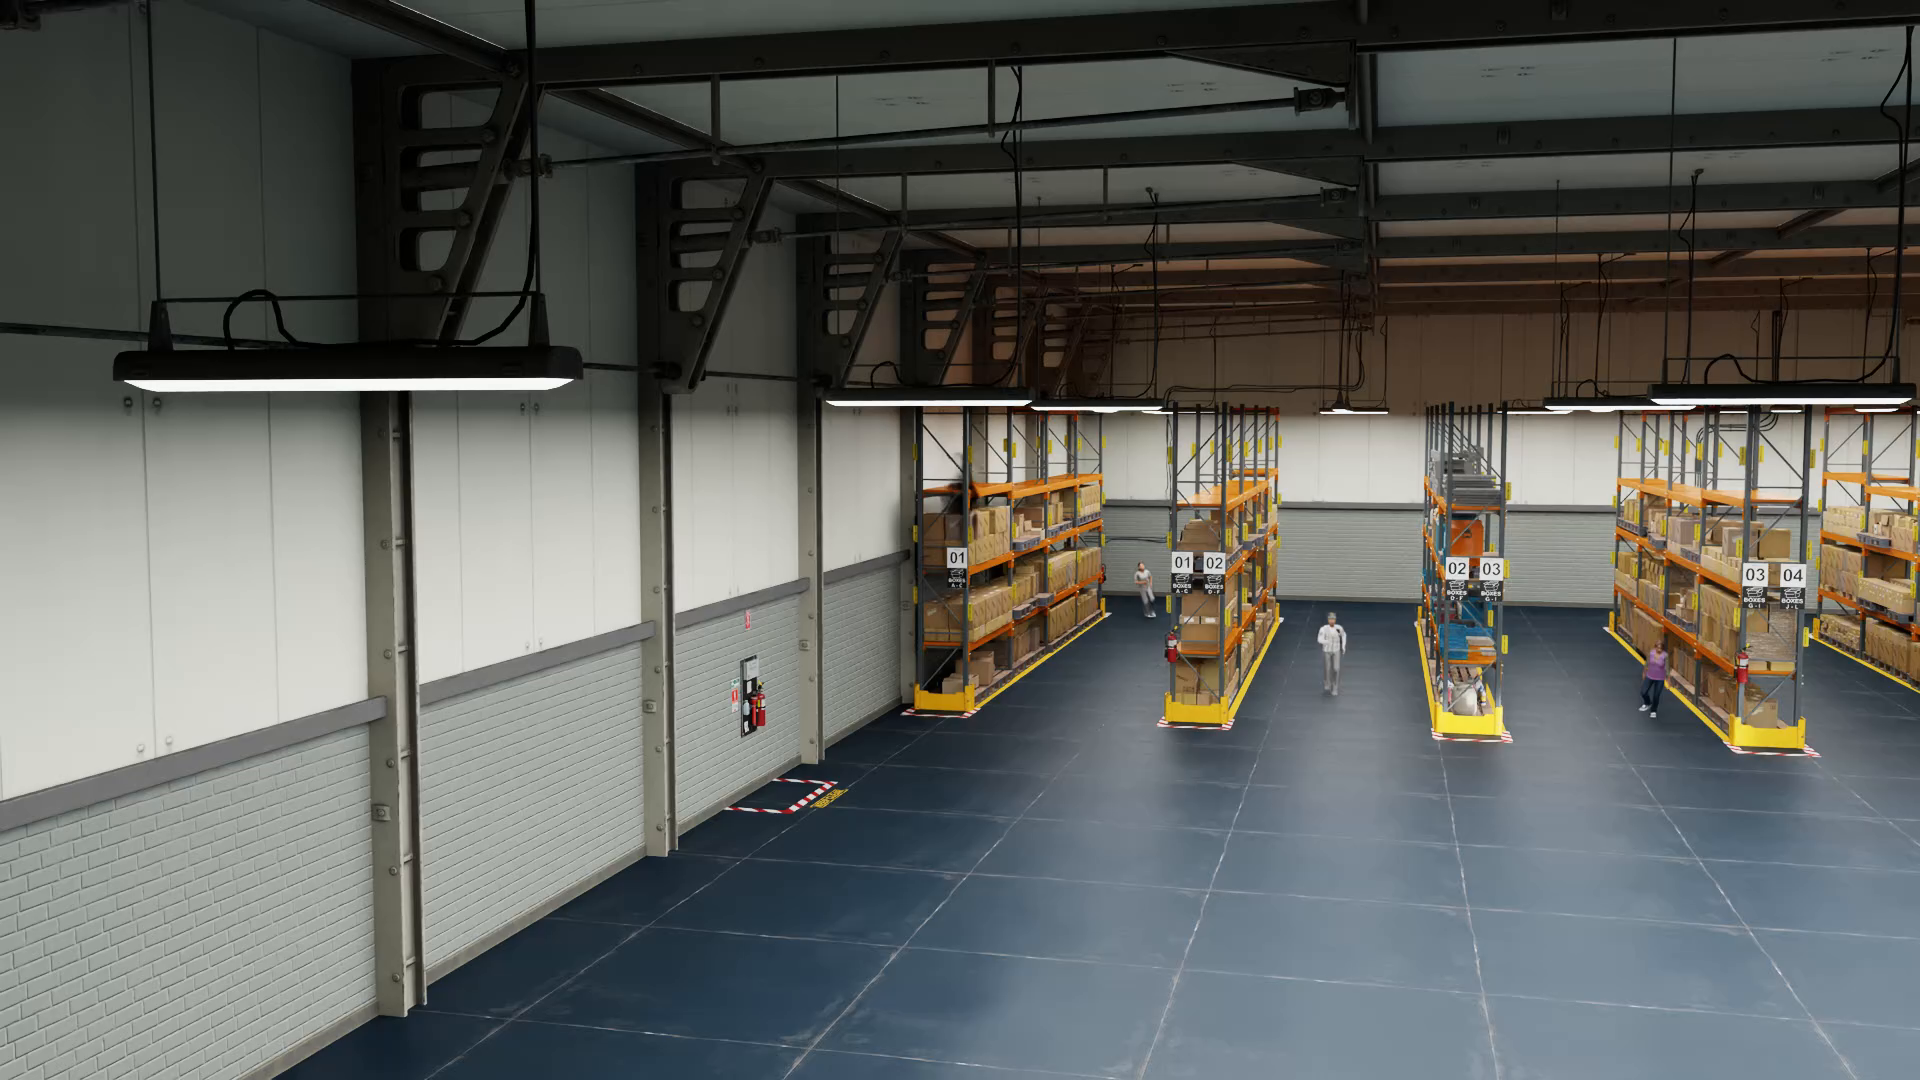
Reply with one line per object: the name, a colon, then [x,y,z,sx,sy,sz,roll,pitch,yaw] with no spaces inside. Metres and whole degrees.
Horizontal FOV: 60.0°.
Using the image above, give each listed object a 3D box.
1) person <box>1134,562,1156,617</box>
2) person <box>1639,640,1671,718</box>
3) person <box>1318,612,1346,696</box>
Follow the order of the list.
person: [5.261,1.415,47.338,0.655,1.592,0.635,-1,4,-11]
person: [13.202,2.630,31.542,0.660,1.506,0.573,3,5,39]
person: [7.680,2.306,34.334,0.593,1.656,0.786,1,4,8]
